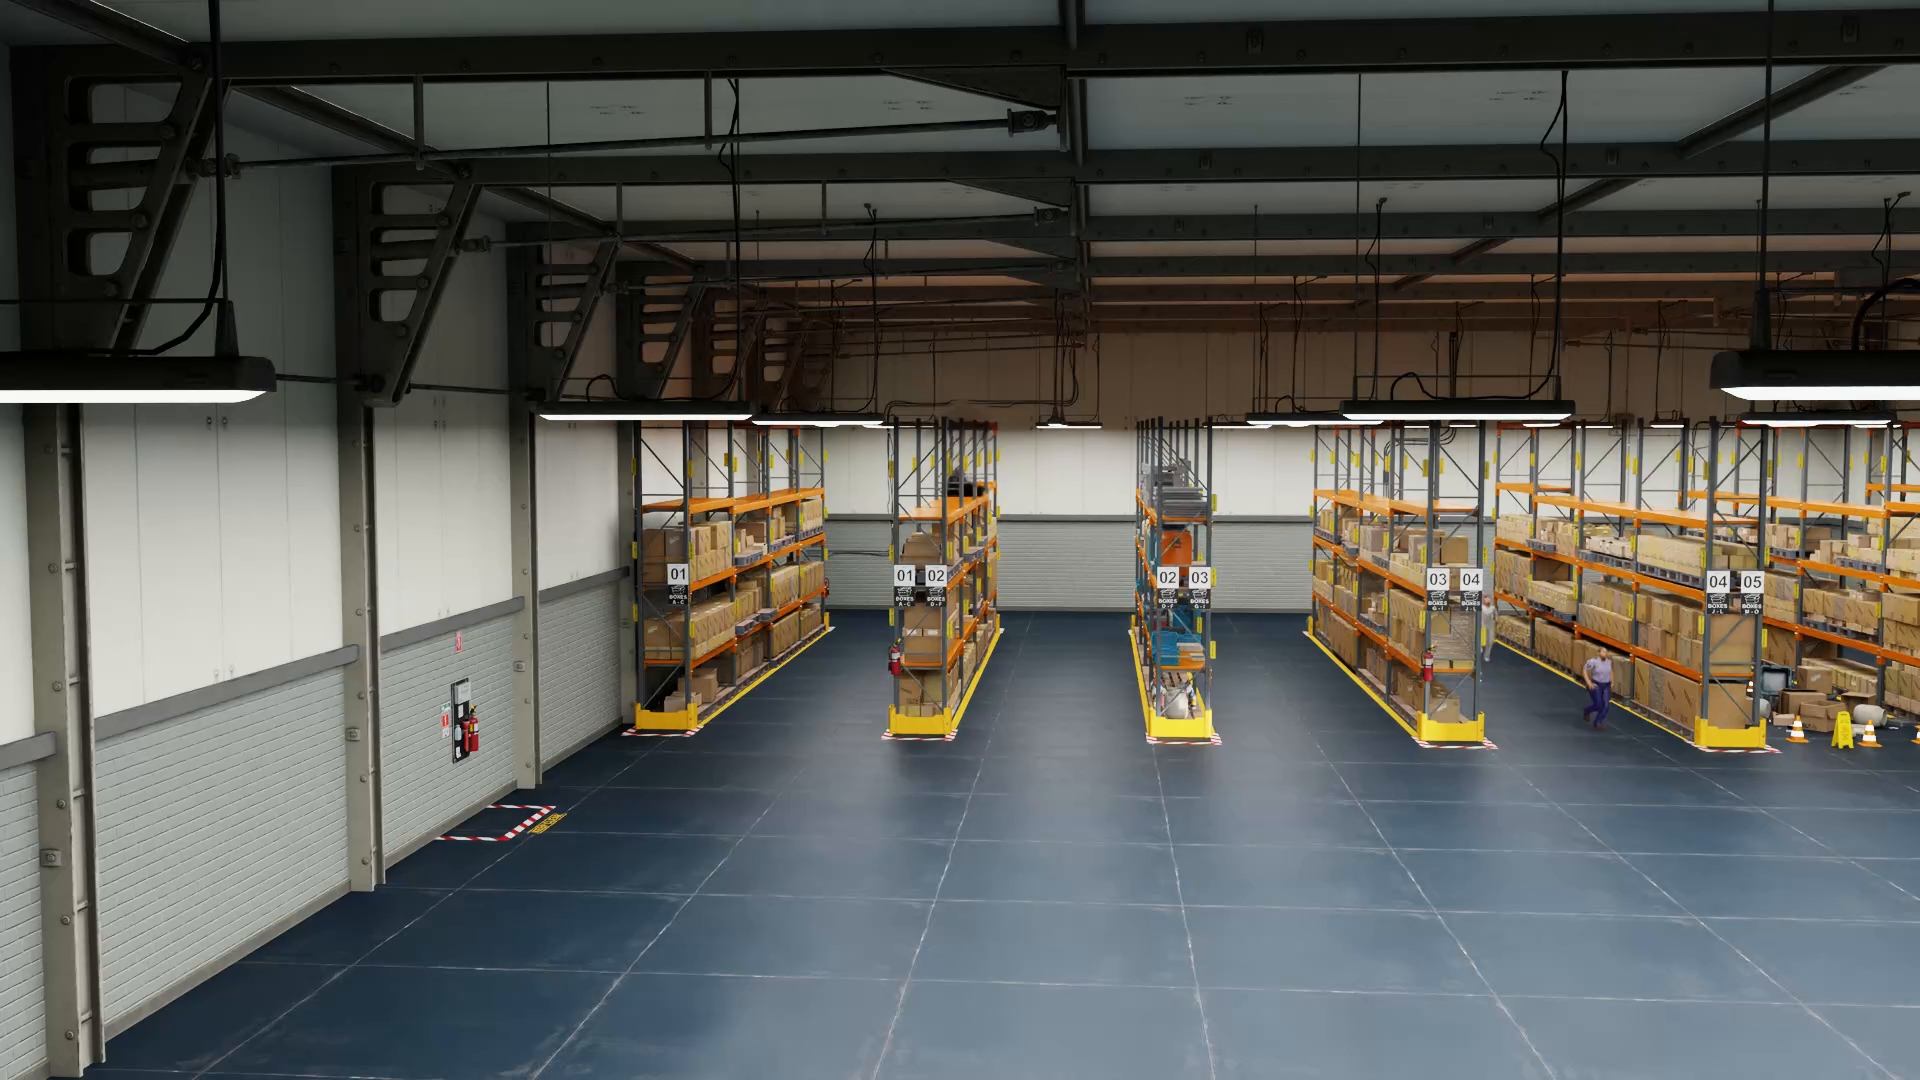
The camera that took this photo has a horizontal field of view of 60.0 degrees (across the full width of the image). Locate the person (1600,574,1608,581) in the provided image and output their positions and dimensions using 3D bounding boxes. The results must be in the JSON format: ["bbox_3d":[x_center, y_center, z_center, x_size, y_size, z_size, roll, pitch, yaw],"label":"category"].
[{"bbox_3d":[18.227,1.786,47.129,0.957,1.667,0.569,0,4,4],"label":"person"}]

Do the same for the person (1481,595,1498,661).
[{"bbox_3d":[13.221,2.198,41.726,0.570,1.630,0.622,0,4,5],"label":"person"}]

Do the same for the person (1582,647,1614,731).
[{"bbox_3d":[12.297,2.843,32.018,0.622,1.610,0.545,-1,4,-13],"label":"person"}]
